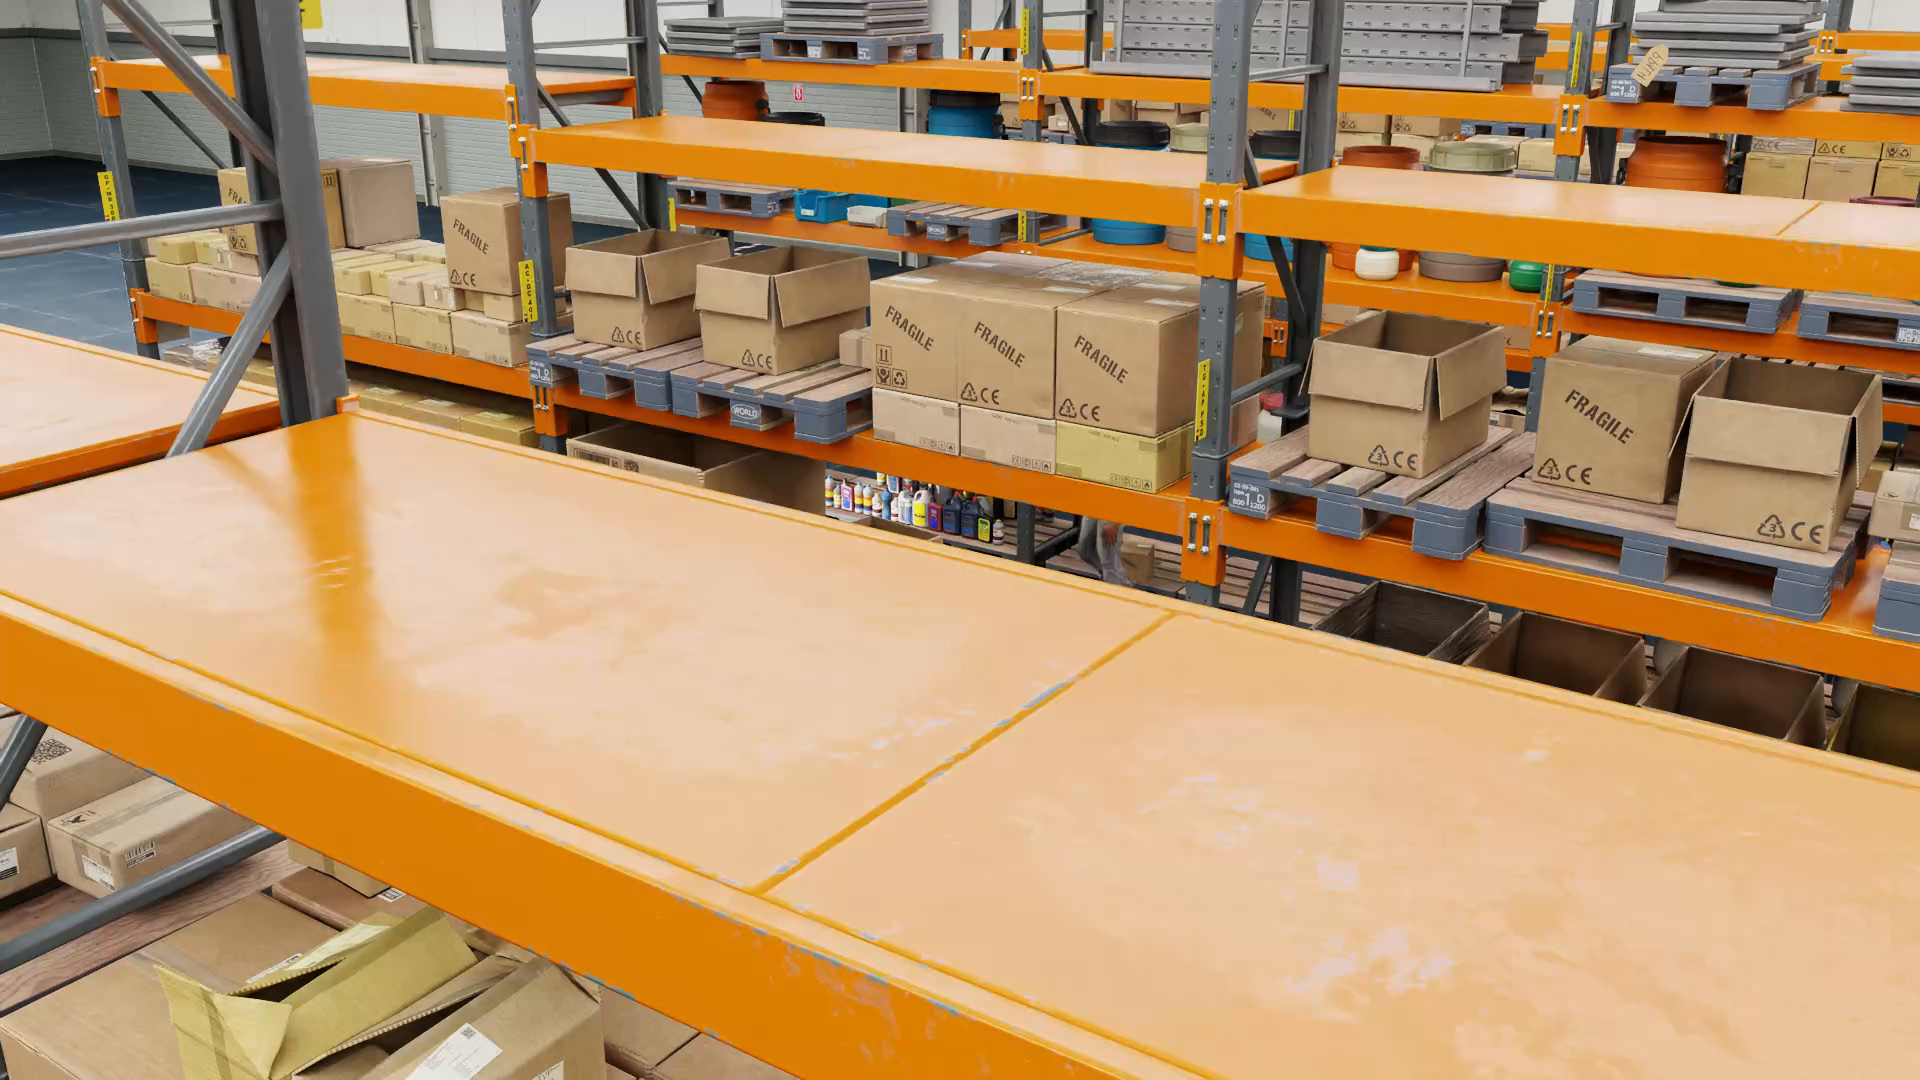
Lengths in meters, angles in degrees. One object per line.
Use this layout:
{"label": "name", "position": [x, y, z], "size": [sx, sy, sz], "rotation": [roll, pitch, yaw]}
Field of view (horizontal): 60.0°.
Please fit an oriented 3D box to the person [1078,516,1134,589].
{"label": "person", "position": [1.173, -0.232, 12.818], "size": [0.481, 1.758, 0.602], "rotation": [-6, 21, -16]}
